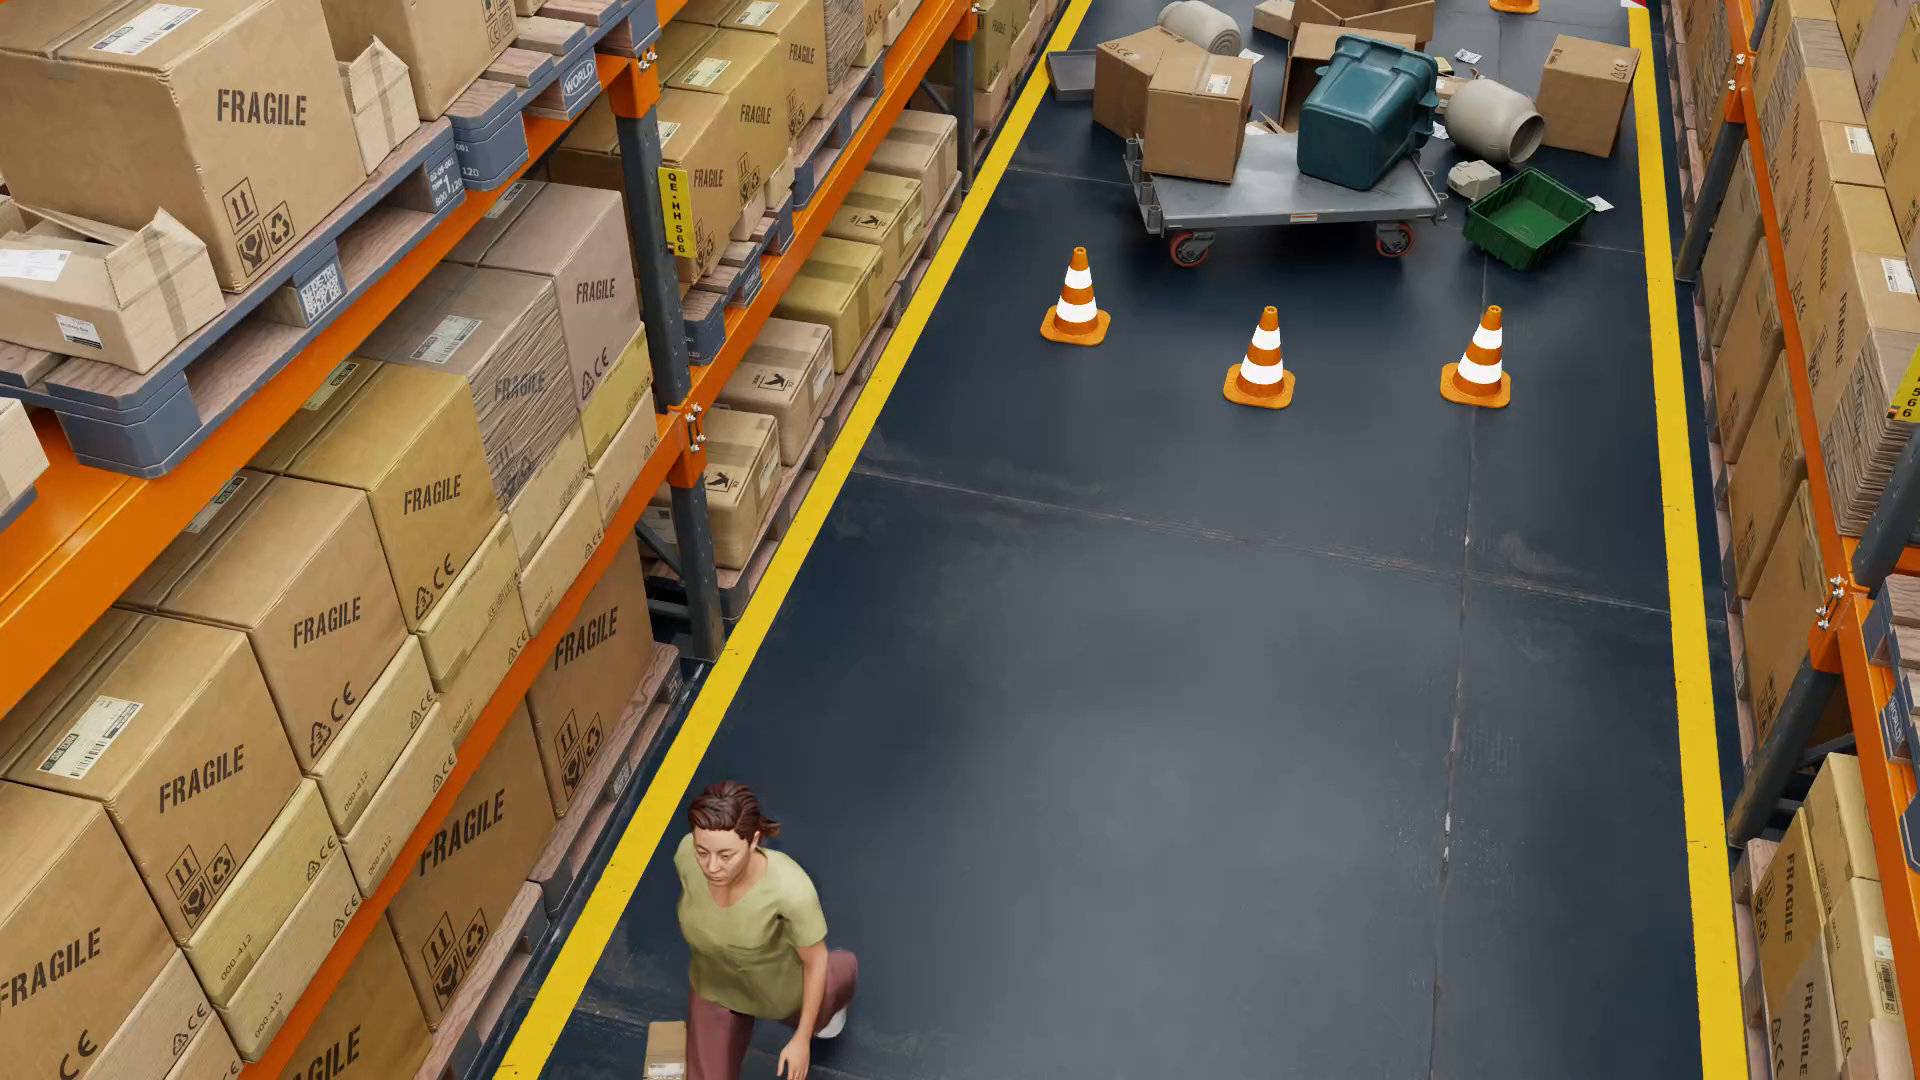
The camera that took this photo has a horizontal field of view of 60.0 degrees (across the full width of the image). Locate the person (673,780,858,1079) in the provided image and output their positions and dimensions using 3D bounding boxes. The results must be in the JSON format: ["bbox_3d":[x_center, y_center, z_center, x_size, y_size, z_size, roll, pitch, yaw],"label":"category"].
[{"bbox_3d":[-0.585,1.237,4.767,0.508,1.610,1.099,10,42,11],"label":"person"}]
